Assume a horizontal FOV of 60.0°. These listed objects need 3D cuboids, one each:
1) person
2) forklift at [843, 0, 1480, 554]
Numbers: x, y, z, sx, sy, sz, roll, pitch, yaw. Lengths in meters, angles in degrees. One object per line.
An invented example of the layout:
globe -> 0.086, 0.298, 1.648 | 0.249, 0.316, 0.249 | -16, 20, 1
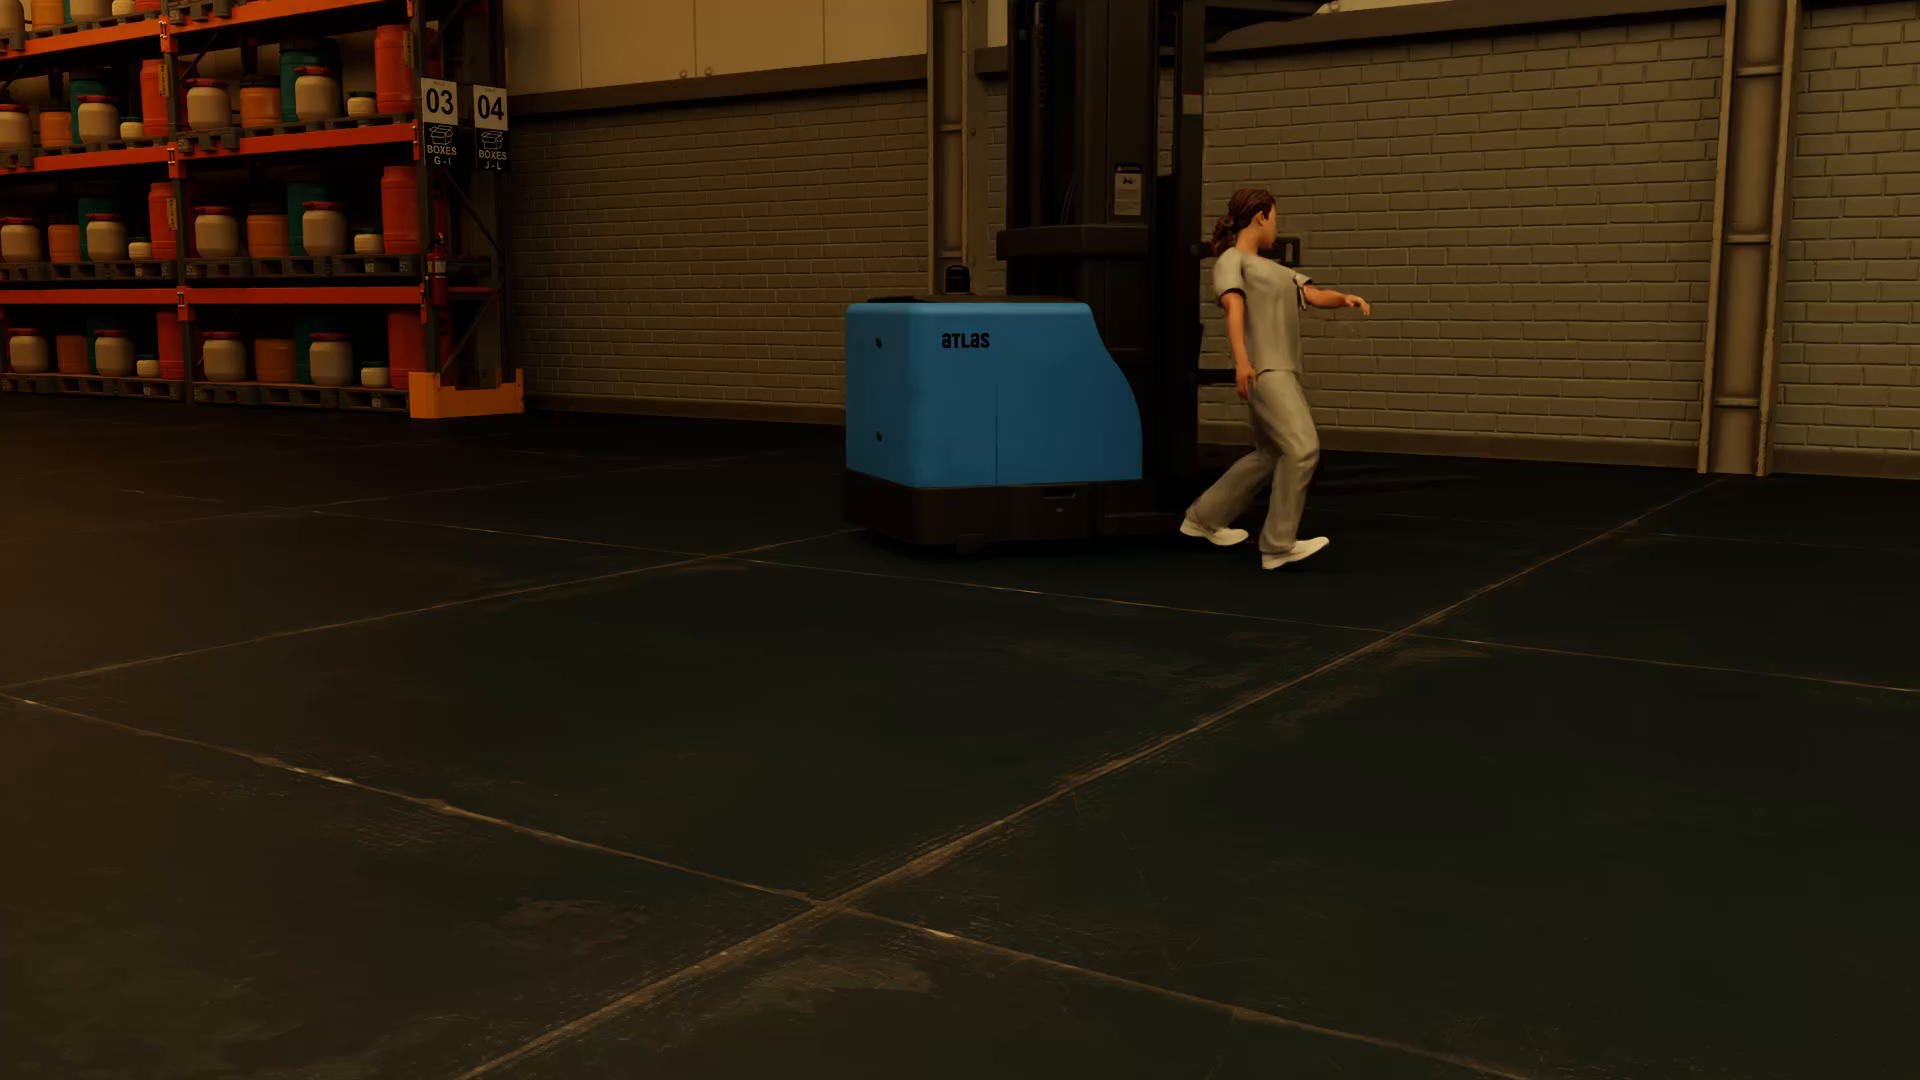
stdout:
person -> 1.254, -0.667, 6.822 | 0.840, 1.553, 0.710 | 3, 9, 23
forklift -> 1.025, -1.498, 7.730 | 3.031, 2.935, 1.130 | -3, 9, -22
